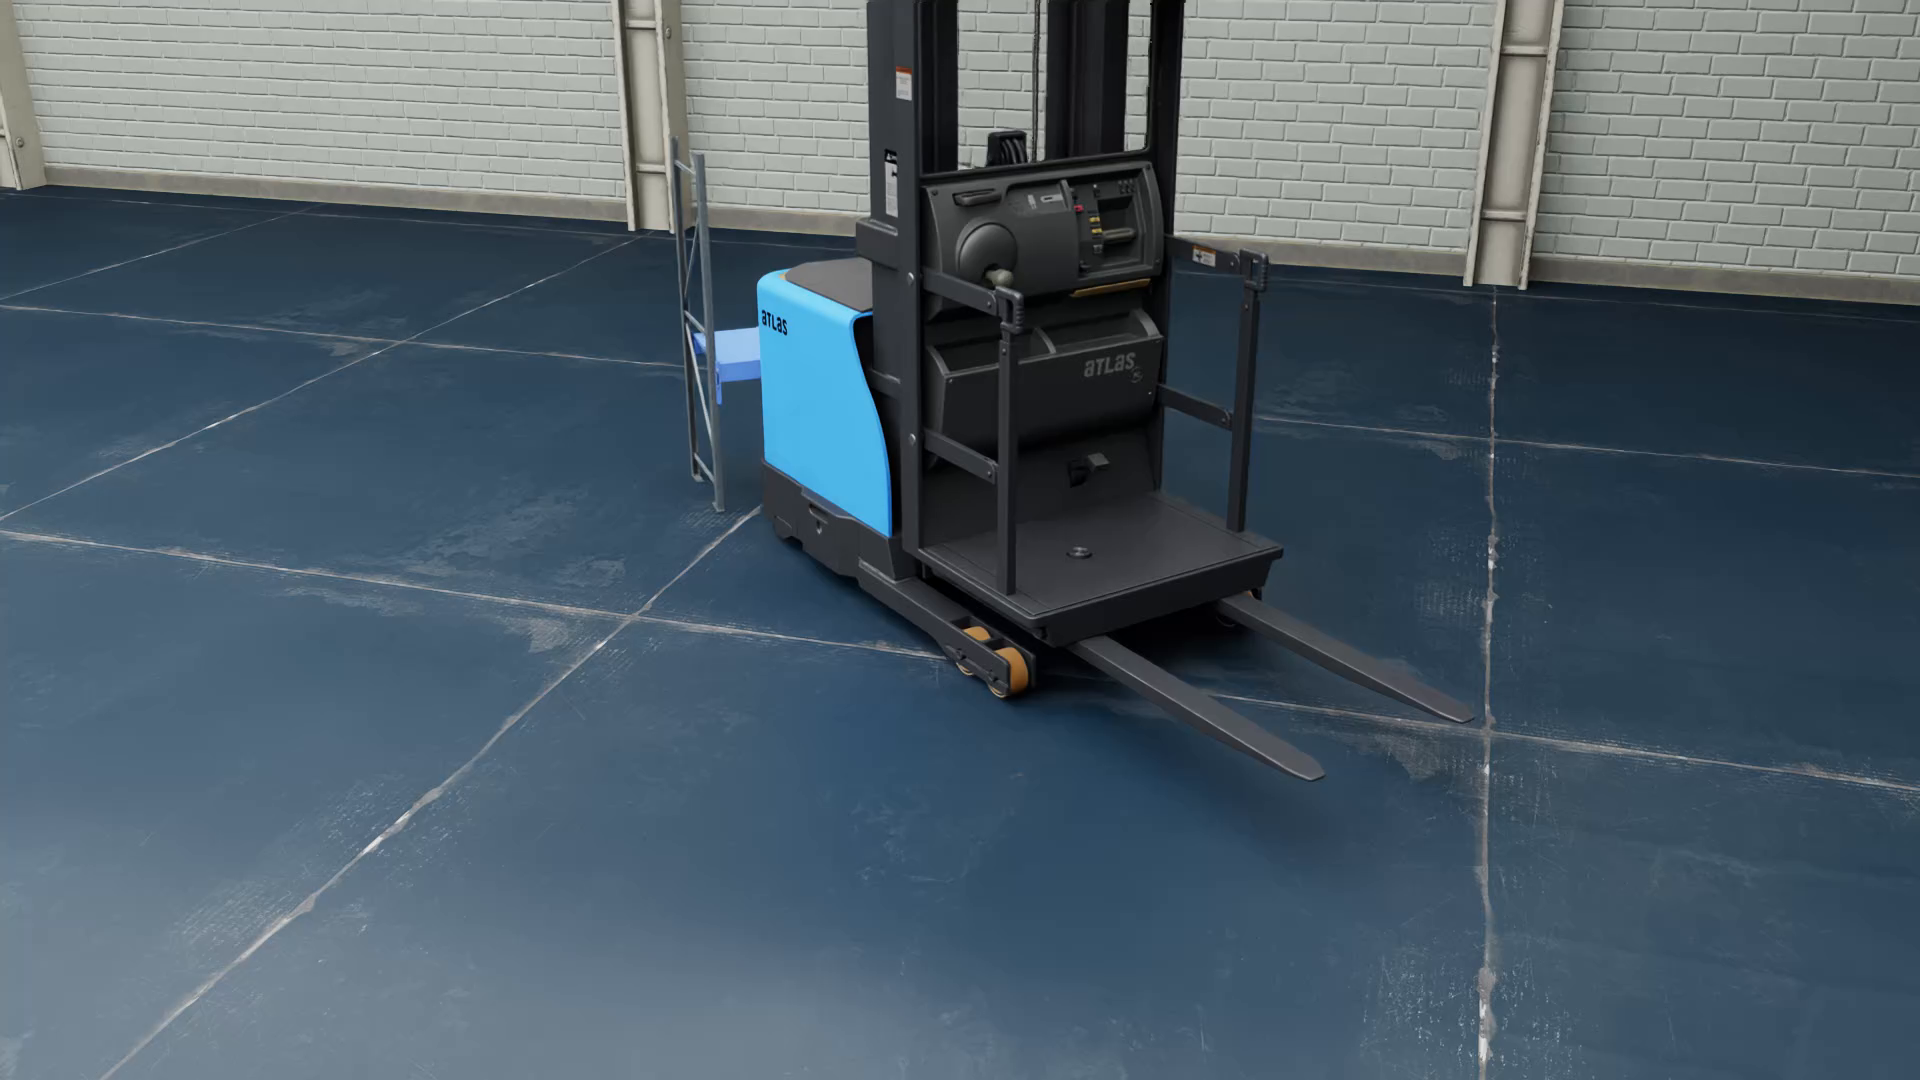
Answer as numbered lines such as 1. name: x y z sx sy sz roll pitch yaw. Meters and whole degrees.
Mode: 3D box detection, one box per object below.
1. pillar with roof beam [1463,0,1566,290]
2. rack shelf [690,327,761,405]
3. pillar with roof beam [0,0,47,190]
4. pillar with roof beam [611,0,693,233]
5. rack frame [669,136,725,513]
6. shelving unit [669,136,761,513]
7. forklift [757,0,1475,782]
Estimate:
1. pillar with roof beam: 2.257 -4.285 5.359 0.400 9.000 9.100 7 23 16
2. rack shelf: -0.630 -0.804 7.228 1.000 0.185 0.538 -8 24 -20
3. pillar with roof beam: -9.231 -5.600 8.566 0.400 9.000 9.100 7 23 16
4. pillar with roof beam: -3.487 -4.943 6.962 0.400 9.000 9.100 7 23 16
5. rack frame: -1.103 -0.900 6.987 0.032 1.500 0.500 -8 24 -20
6. shelving unit: -0.630 -0.970 7.160 1.048 1.500 0.538 -8 24 -20
7. forklift: 0.418 -1.039 5.440 1.130 2.935 3.031 -14 26 -30
